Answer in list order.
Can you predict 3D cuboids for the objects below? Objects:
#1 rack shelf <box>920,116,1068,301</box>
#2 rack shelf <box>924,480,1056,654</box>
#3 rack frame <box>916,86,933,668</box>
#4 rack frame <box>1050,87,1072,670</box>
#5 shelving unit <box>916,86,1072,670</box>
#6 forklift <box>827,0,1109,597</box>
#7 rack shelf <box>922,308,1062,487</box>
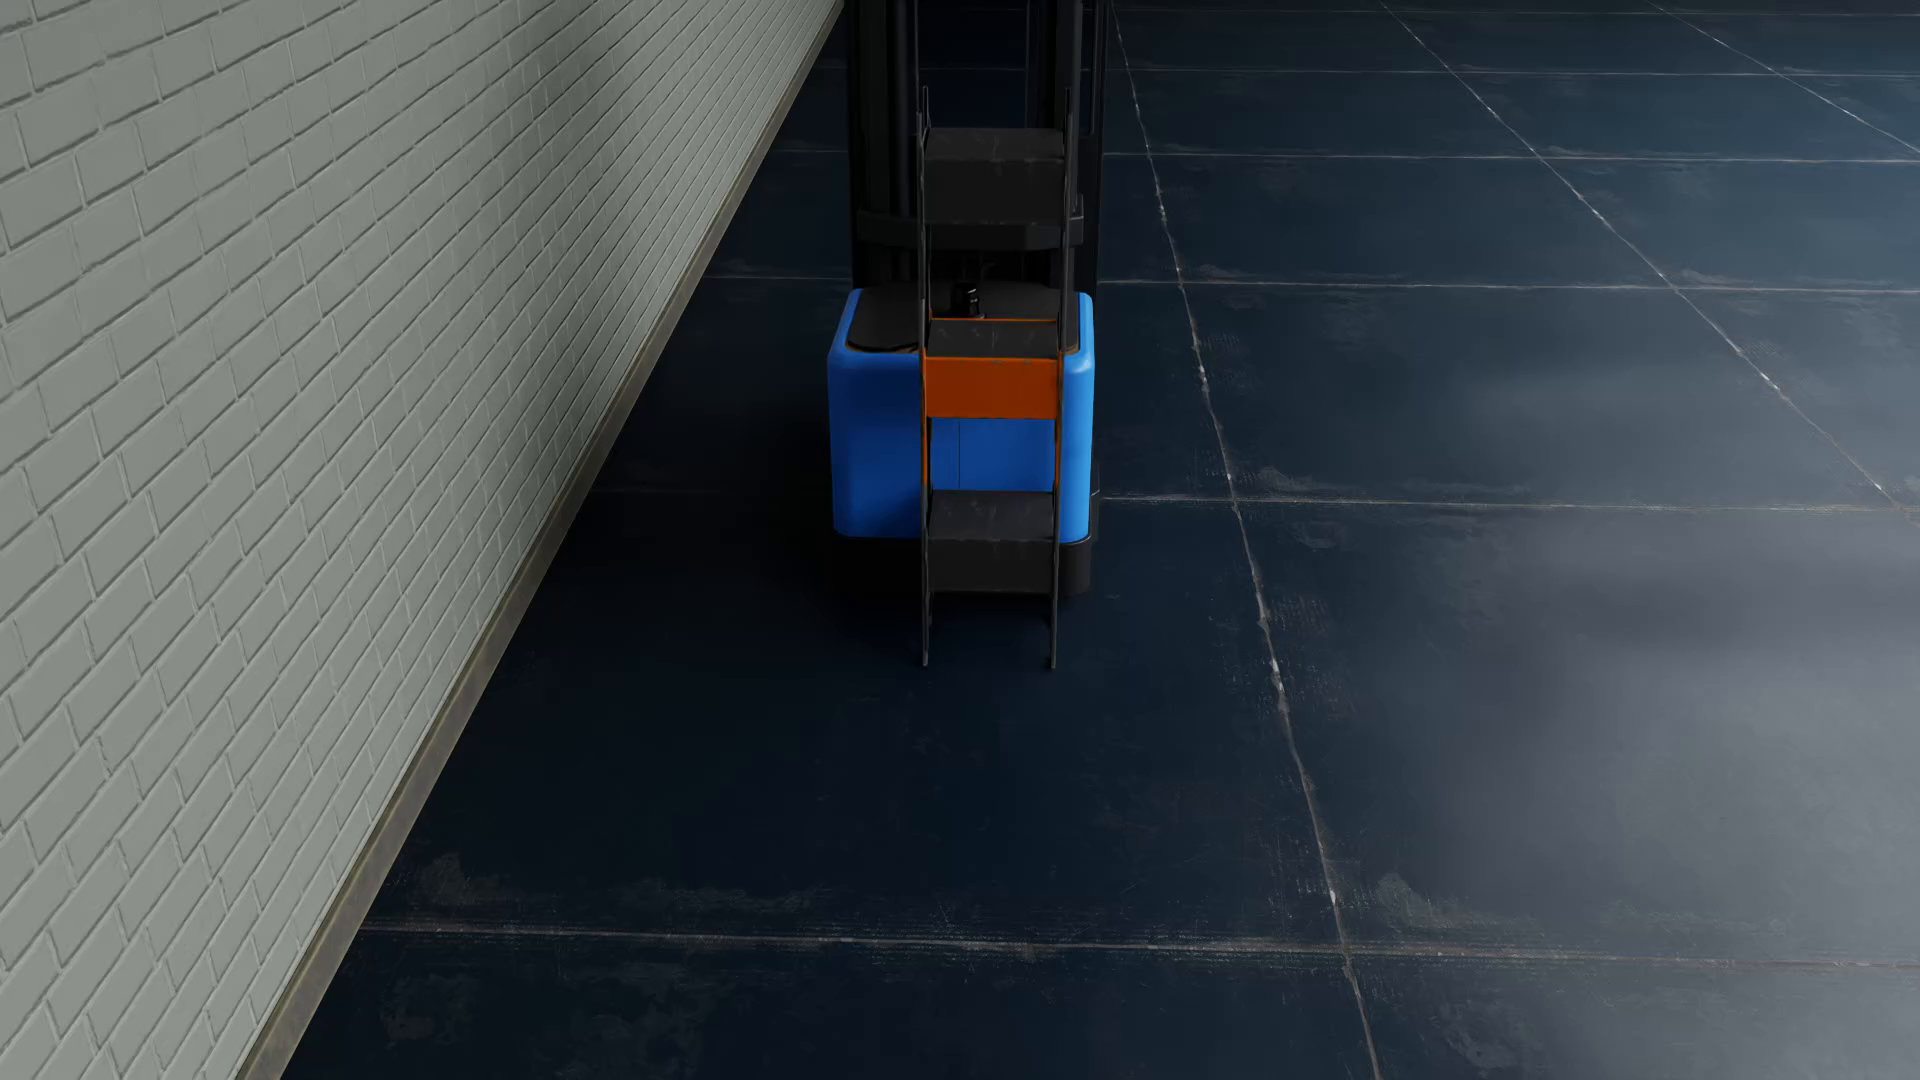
[{"bbox_3d":[0.118,-1.137,5.688,0.480,0.518,0.431,1,28,2],"label":"rack shelf"},{"bbox_3d":[0.118,0.100,6.343,0.480,0.518,0.431,1,28,2],"label":"rack shelf"},{"bbox_3d":[-0.126,-0.535,6.018,0.015,2.100,0.400,1,28,2],"label":"rack frame"},{"bbox_3d":[0.361,-0.526,6.000,0.015,2.100,0.400,1,28,2],"label":"rack frame"},{"bbox_3d":[0.118,-0.531,6.009,0.503,2.100,0.431,1,28,2],"label":"shelving unit"},{"bbox_3d":[0.082,-1.722,7.369,1.130,2.935,3.031,2,28,3],"label":"forklift"},{"bbox_3d":[0.118,-0.519,6.015,0.480,0.518,0.431,1,28,2],"label":"rack shelf"}]
